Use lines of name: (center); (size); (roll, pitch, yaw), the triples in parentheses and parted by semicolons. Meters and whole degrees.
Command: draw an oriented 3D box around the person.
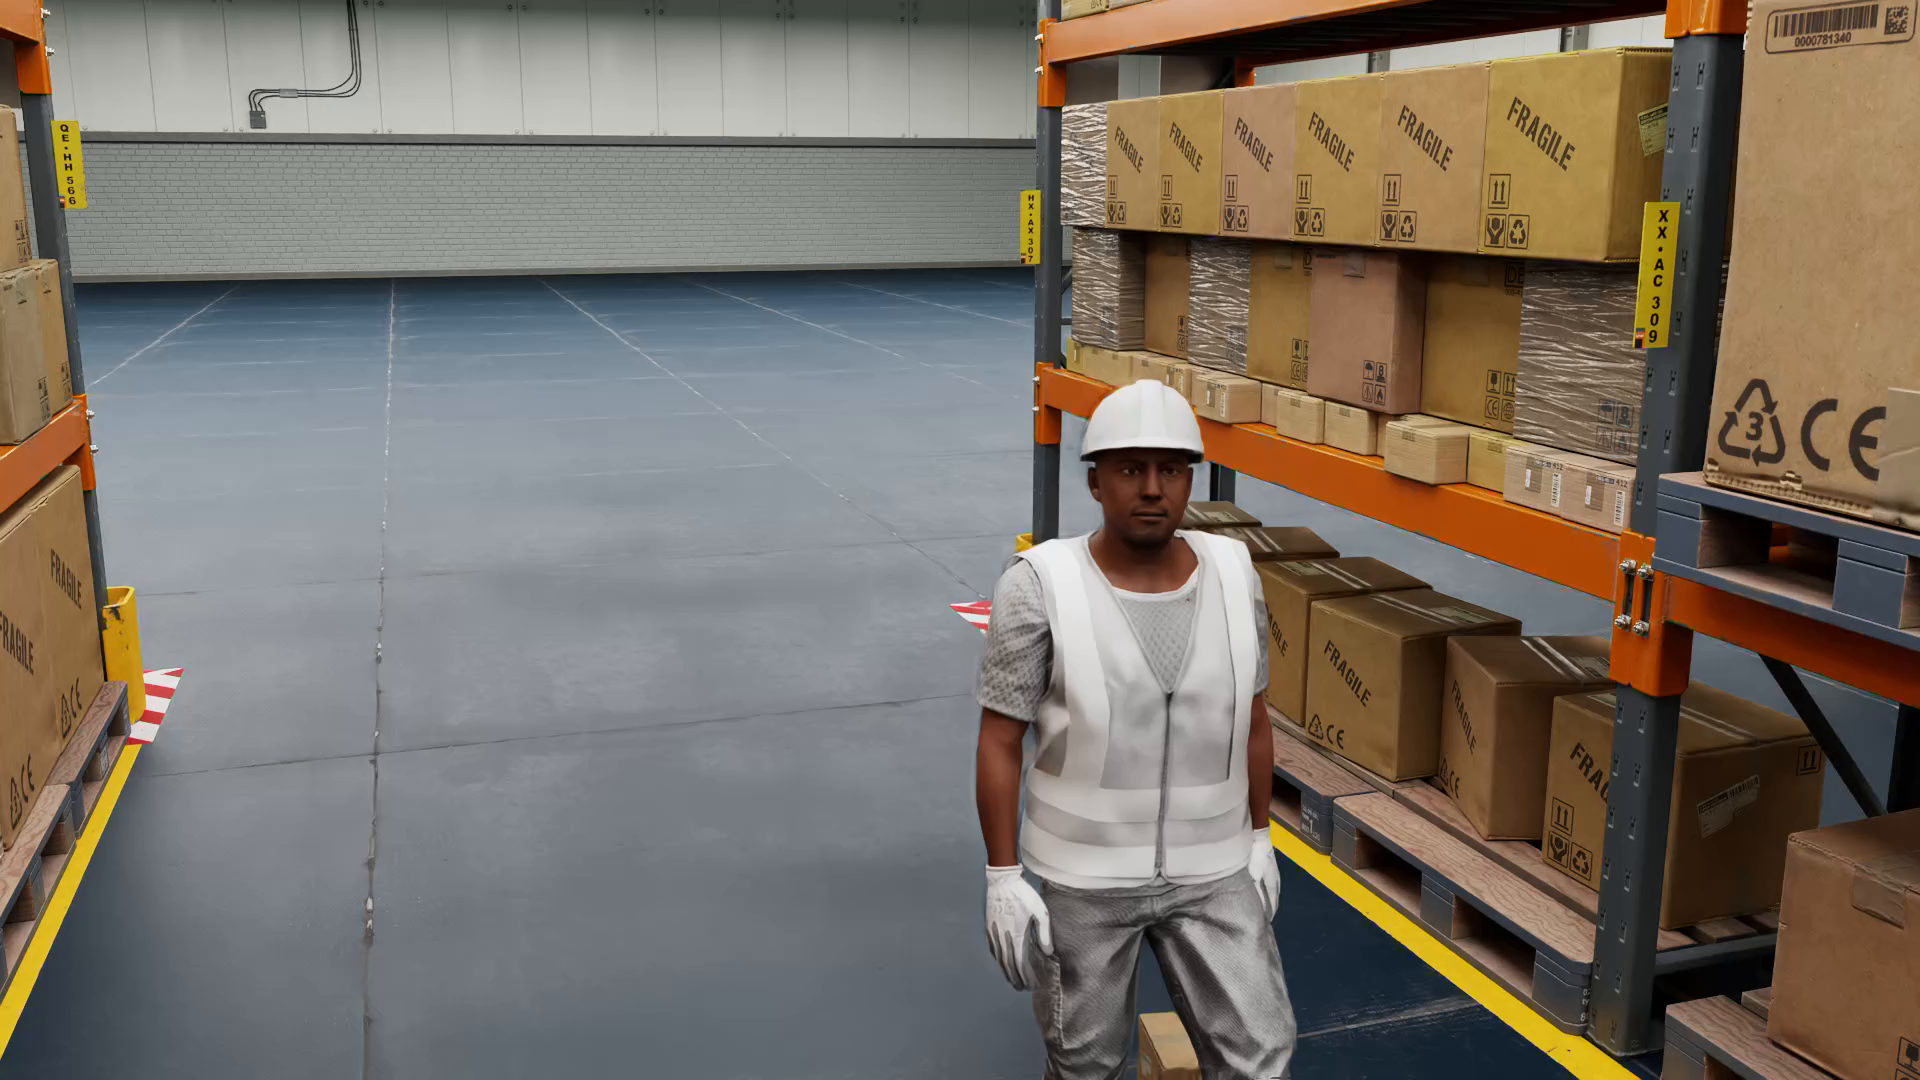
person: (0.331, 0.626, 2.992); (0.604, 1.816, 0.487); (-2, 12, -9)
